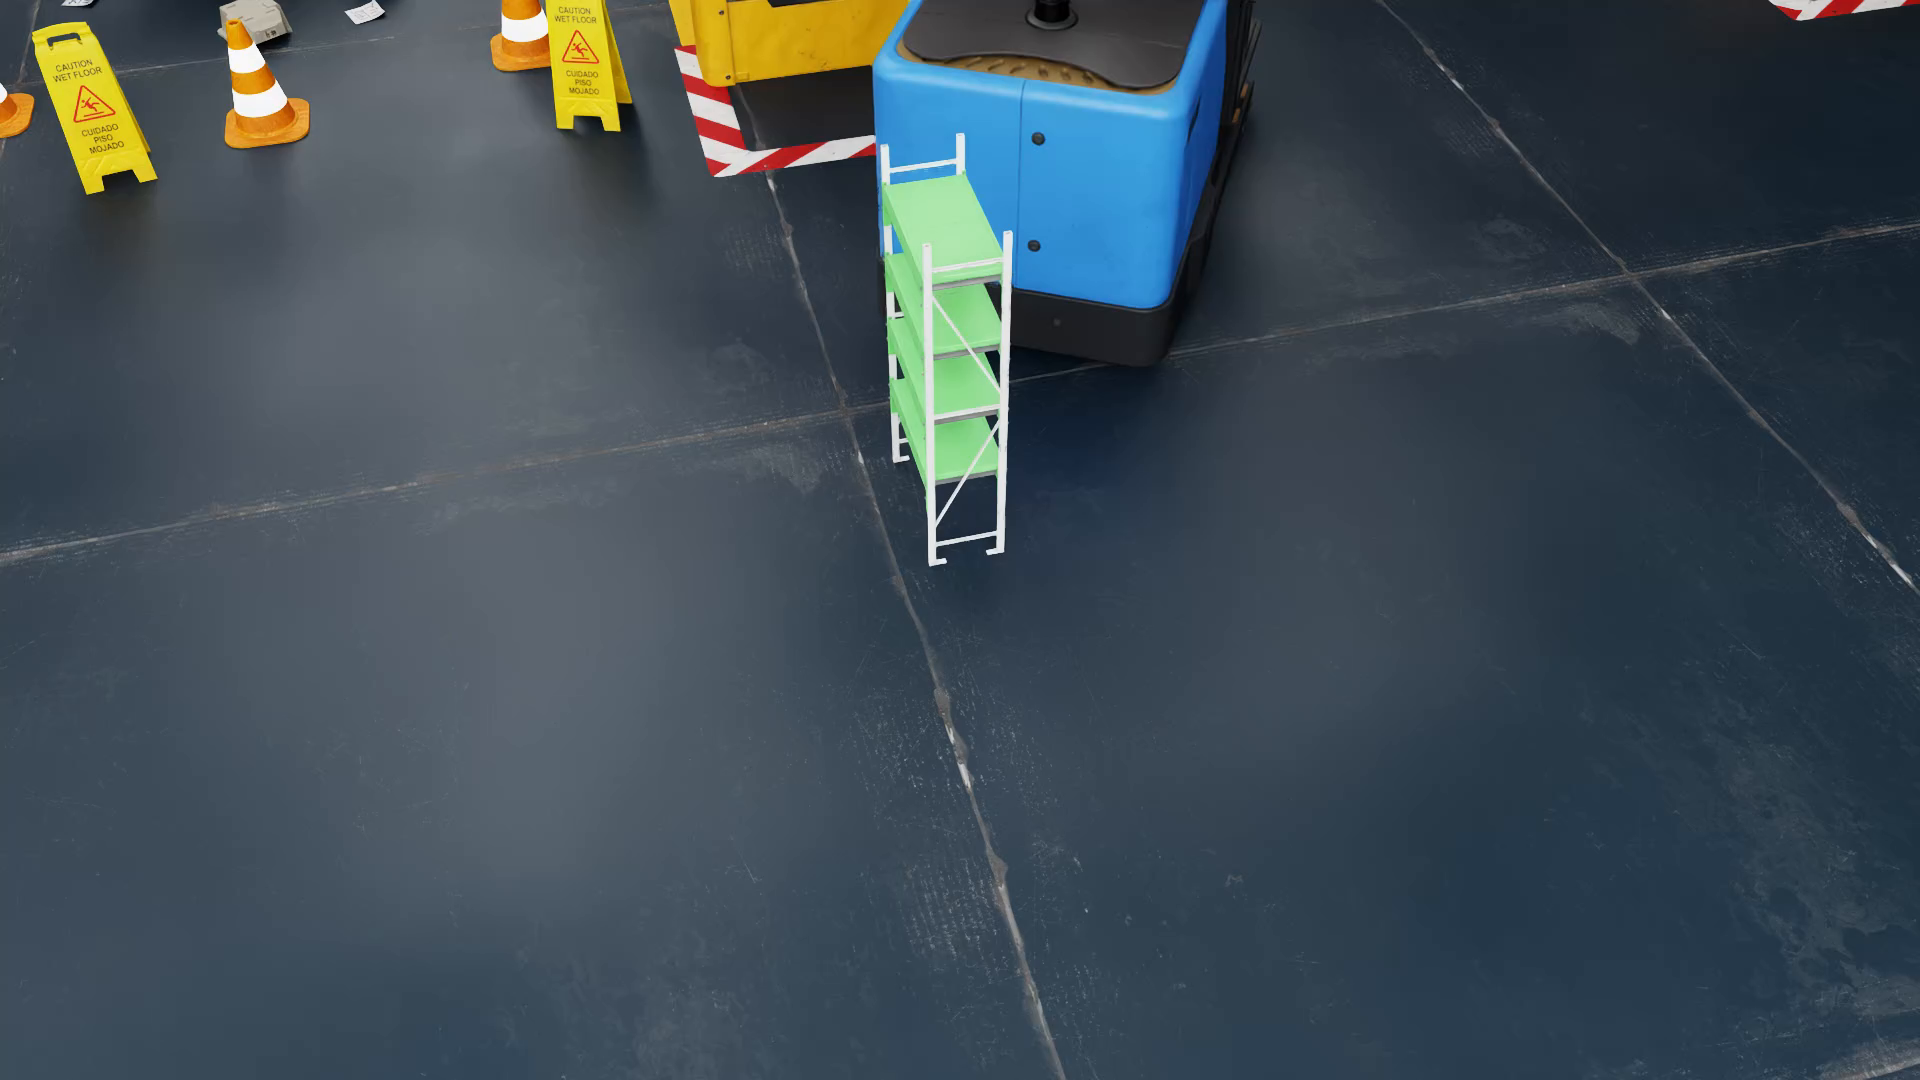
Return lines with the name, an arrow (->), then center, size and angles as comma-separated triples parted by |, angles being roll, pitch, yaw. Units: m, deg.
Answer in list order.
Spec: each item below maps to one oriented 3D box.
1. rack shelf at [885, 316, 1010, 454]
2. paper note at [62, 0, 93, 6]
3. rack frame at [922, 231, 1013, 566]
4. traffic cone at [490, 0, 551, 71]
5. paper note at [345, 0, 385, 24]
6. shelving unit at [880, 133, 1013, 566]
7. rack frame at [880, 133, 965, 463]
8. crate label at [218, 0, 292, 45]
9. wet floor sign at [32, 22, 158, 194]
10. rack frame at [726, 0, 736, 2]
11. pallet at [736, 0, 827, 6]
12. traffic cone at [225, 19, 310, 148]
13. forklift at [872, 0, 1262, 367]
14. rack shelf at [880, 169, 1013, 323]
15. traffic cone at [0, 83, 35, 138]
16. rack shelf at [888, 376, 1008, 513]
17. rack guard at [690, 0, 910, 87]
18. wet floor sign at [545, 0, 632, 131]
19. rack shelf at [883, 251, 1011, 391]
rack shelf -> -0.042, -0.490, 4.979 | 0.258, 0.148, 0.480 | -11, 47, -10
paper note -> -4.058, -2.514, 7.694 | 0.144, 0.017, 0.142 | 4, 46, 4
rack frame -> 0.020, -0.366, 4.768 | 0.240, 1.200, 0.015 | -11, 47, -10
traffic cone -> -1.906, -2.338, 7.217 | 0.336, 0.463, 0.334 | -11, 47, -10
paper note -> -2.715, -2.414, 7.595 | 0.148, 0.019, 0.142 | -26, 51, -24
shelving unit -> -0.042, -0.534, 4.933 | 0.258, 1.200, 0.503 | -11, 47, -10
rack frame -> -0.105, -0.703, 5.099 | 0.240, 1.200, 0.015 | -11, 47, -10
crate label -> -3.153, -2.318, 7.425 | 0.250, 0.136, 0.298 | -35, 55, -30
wet floor sign -> -3.387, -1.708, 6.472 | 0.267, 0.644, 0.232 | -18, 48, -17
rack frame -> -0.549, -3.165, 6.251 | 1.000, 3.000, 0.127 | -11, 47, -10
pallet -> -0.742, -2.809, 7.855 | 1.003, 0.211, 1.213 | -11, 47, -10
traffic cone -> -2.892, -1.900, 6.788 | 0.336, 0.463, 0.334 | -11, 47, -10
forklift -> 0.596, -2.697, 5.841 | 1.130, 2.935, 3.031 | 11, 47, 11
rack shelf -> -0.042, -0.825, 4.636 | 0.258, 0.148, 0.480 | -11, 47, -10
traffic cone -> -4.072, -1.928, 6.816 | 0.336, 0.463, 0.334 | -11, 47, -10
rack shelf -> -0.042, -0.322, 5.151 | 0.258, 0.148, 0.480 | -11, 47, -10
rack guard -> -0.569, -2.342, 7.195 | 1.175, 0.500, 0.348 | -11, 47, -10
wet floor sign -> -1.535, -2.014, 6.772 | 0.267, 0.644, 0.232 | 4, 46, 4
rack shelf -> -0.042, -0.658, 4.808 | 0.258, 0.148, 0.480 | -11, 47, -10
